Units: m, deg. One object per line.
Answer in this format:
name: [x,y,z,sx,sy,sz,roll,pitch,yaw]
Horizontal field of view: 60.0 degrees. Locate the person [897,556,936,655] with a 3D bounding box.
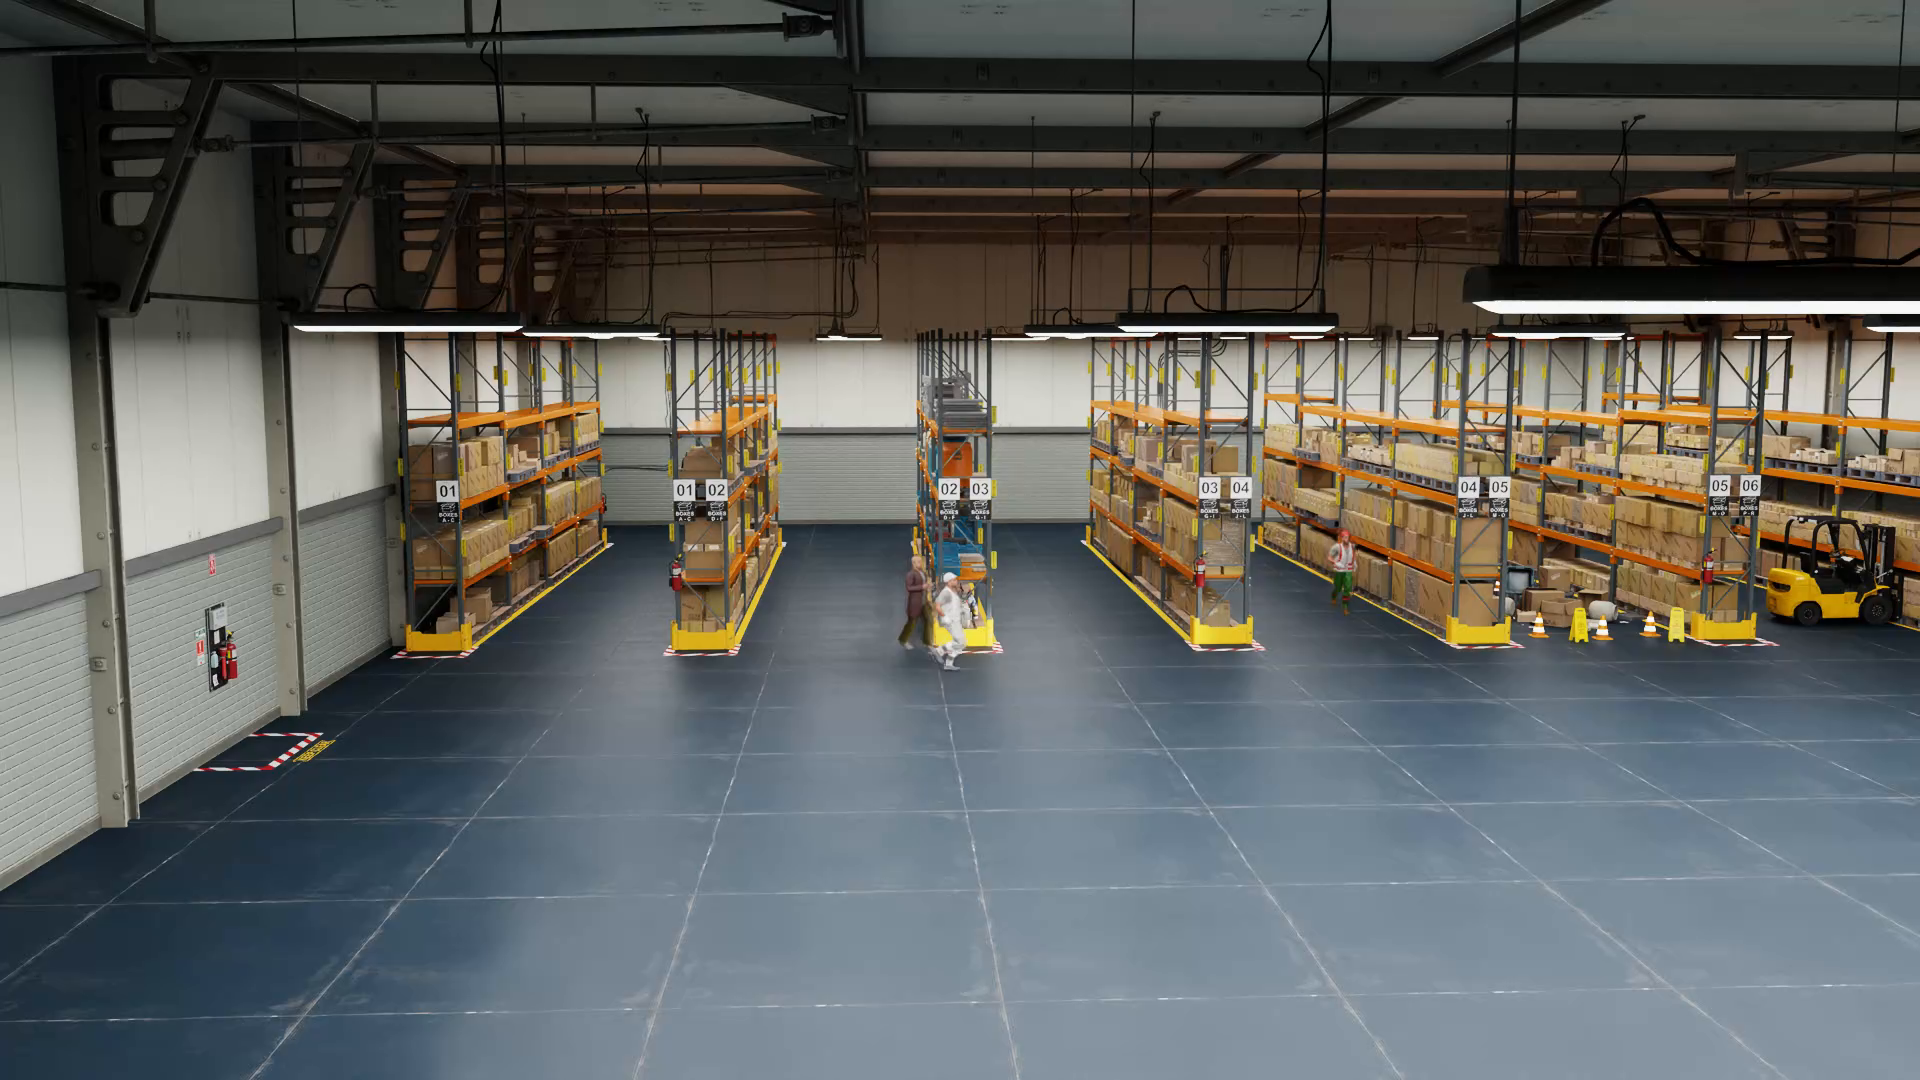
person: [-0.810,1.206,30.843,0.850,1.840,0.693,5,8,36]

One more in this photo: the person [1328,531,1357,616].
person: [8.142,0.672,35.386,0.685,1.775,1.031,-1,7,-8]

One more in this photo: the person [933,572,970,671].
person: [-0.152,1.431,29.177,0.594,1.735,0.661,2,7,15]

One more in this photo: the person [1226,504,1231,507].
person: [7.900,-0.815,48.215,0.715,1.742,0.714,2,7,19]
